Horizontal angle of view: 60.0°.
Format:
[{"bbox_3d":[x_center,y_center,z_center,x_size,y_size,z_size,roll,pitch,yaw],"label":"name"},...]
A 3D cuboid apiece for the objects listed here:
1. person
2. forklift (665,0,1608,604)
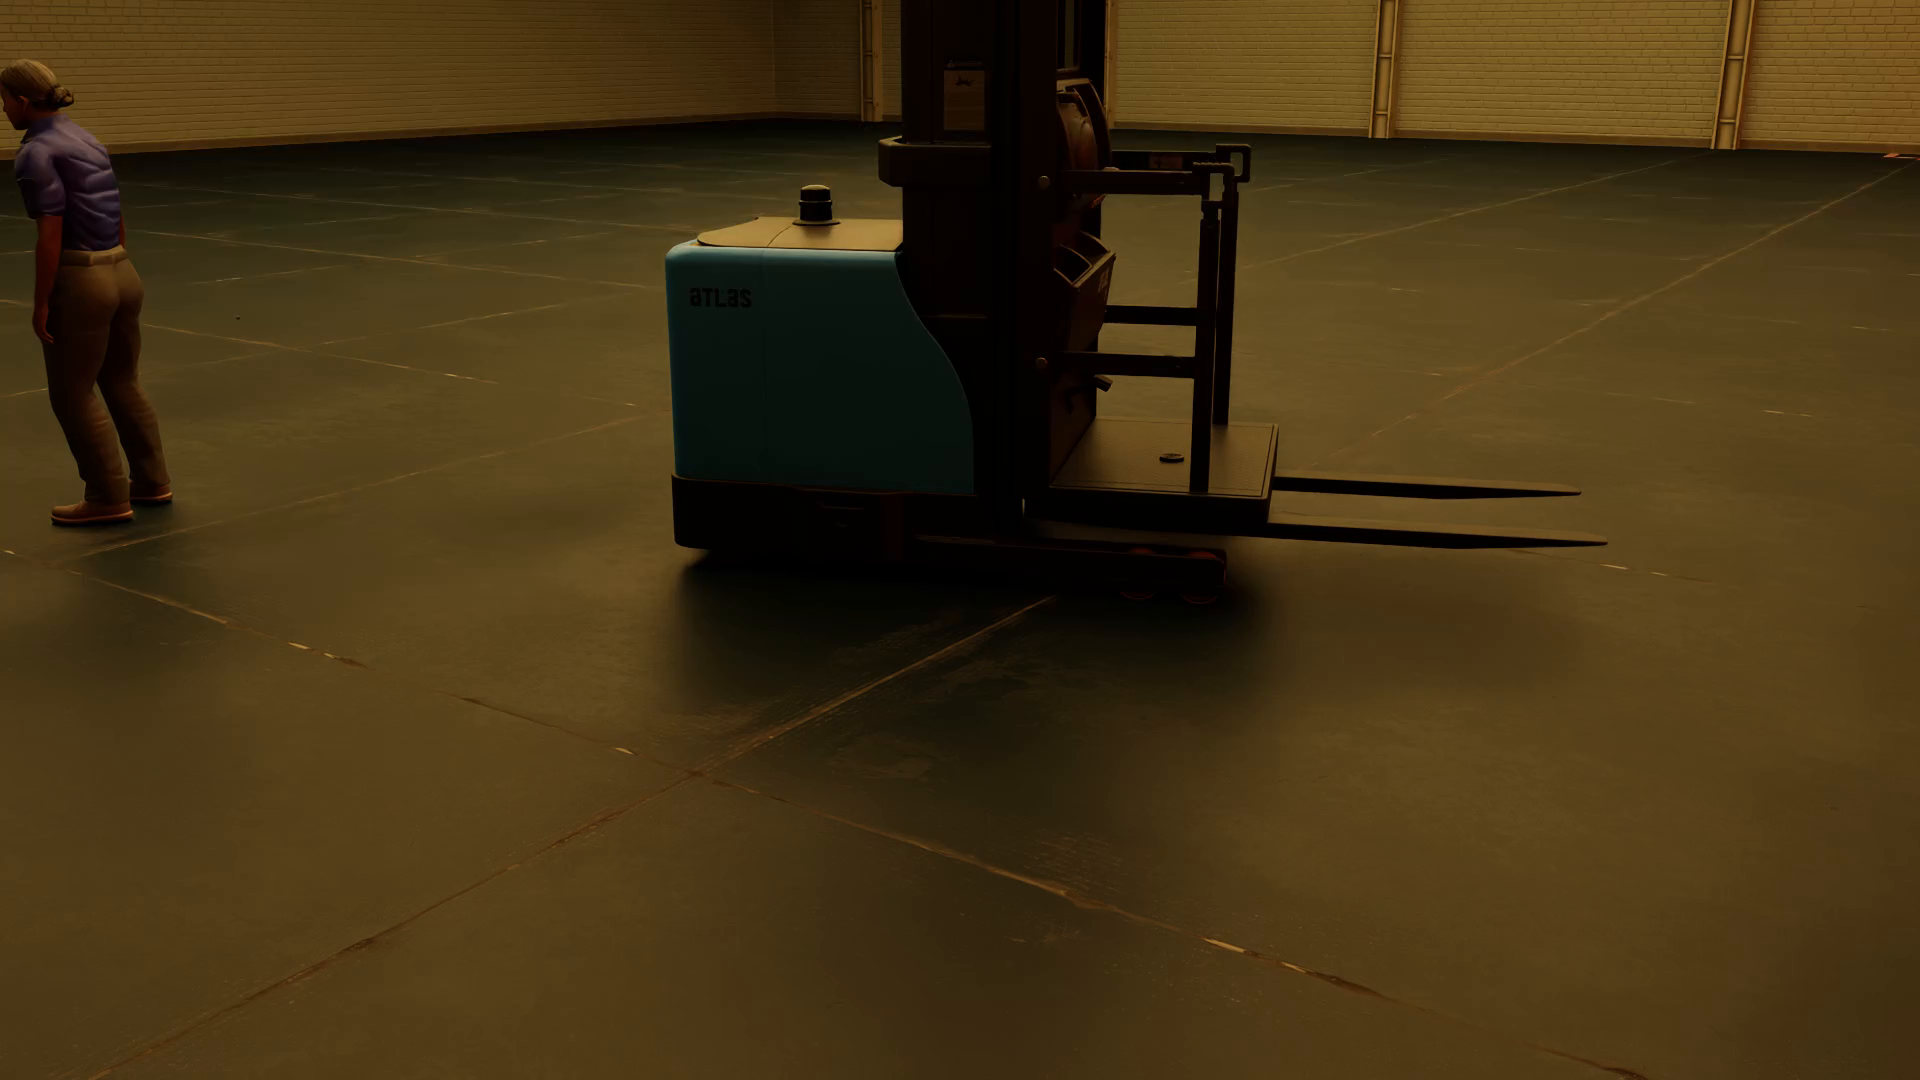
[{"bbox_3d":[-3.191,-0.898,6.067,0.348,1.655,0.514,1,17,5],"label":"person"},{"bbox_3d":[0.595,-1.367,5.404,3.031,2.935,1.130,4,17,12],"label":"forklift"}]
